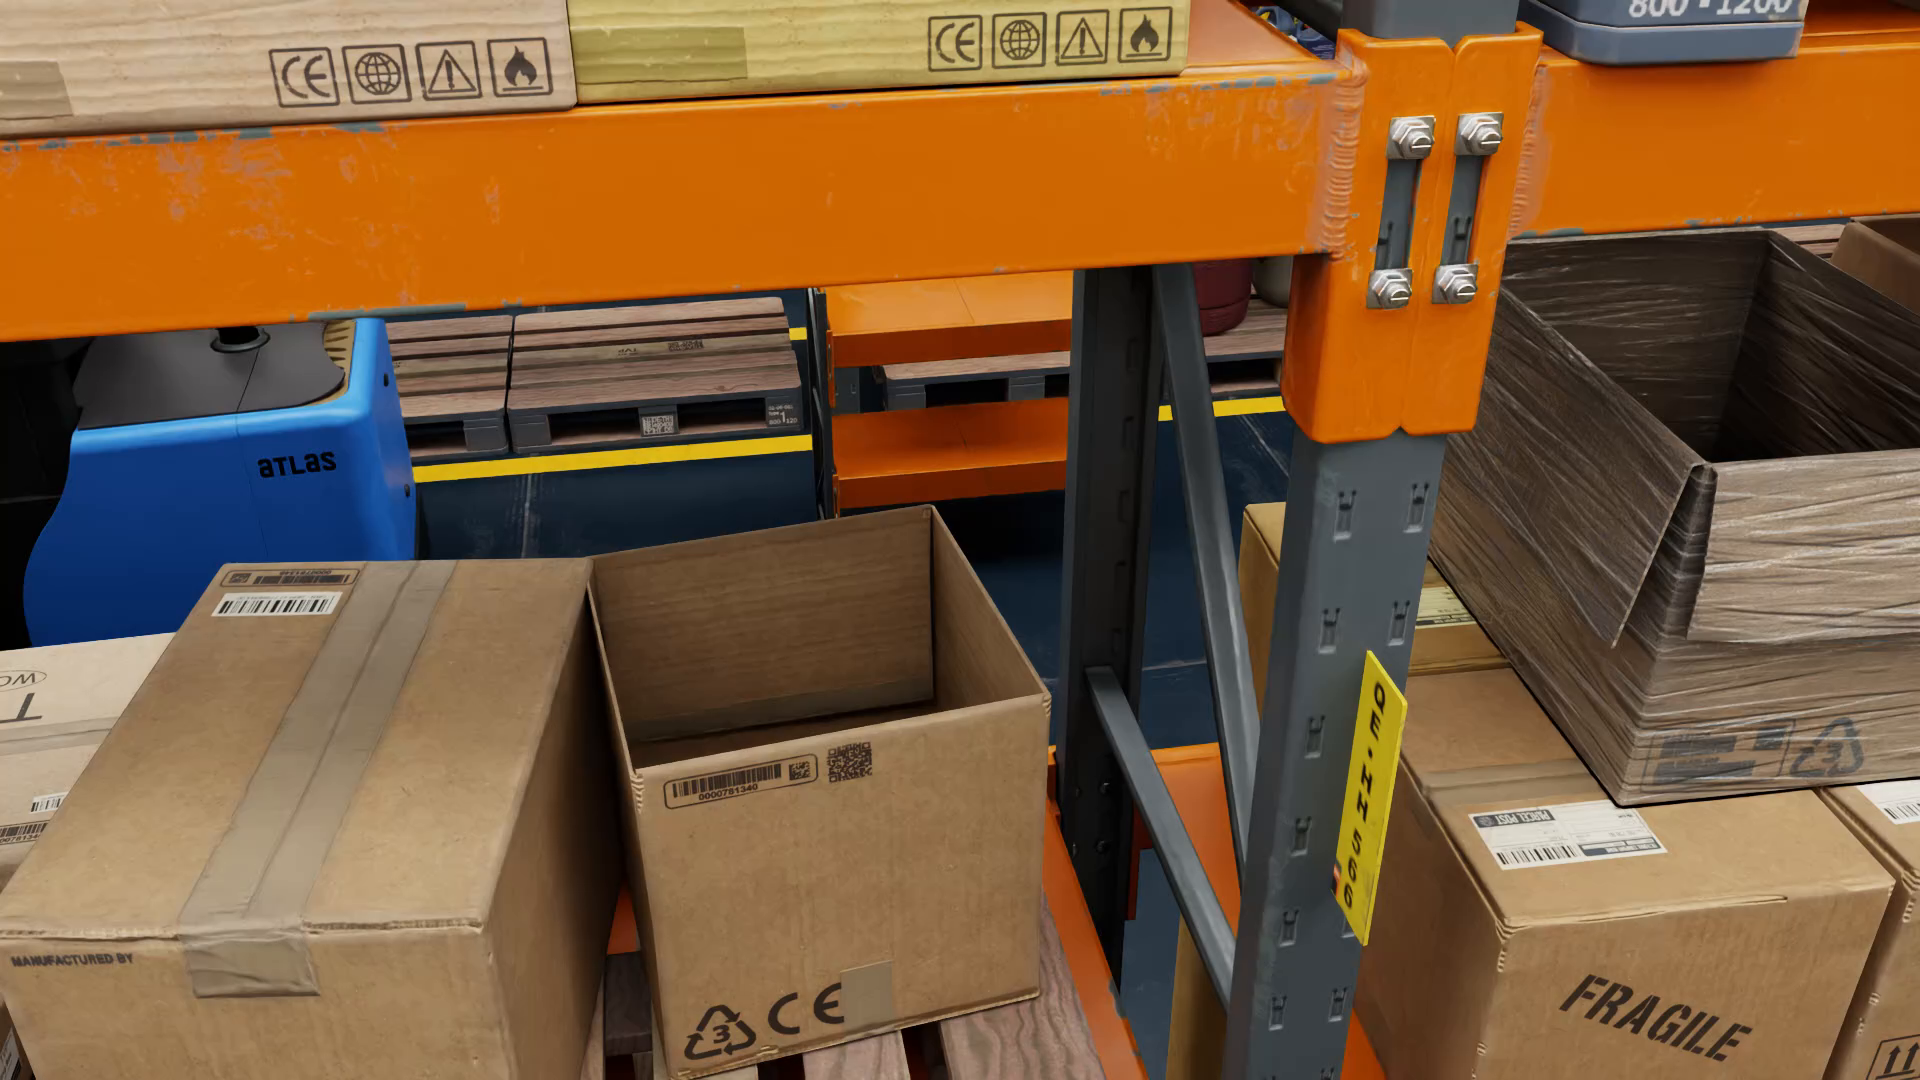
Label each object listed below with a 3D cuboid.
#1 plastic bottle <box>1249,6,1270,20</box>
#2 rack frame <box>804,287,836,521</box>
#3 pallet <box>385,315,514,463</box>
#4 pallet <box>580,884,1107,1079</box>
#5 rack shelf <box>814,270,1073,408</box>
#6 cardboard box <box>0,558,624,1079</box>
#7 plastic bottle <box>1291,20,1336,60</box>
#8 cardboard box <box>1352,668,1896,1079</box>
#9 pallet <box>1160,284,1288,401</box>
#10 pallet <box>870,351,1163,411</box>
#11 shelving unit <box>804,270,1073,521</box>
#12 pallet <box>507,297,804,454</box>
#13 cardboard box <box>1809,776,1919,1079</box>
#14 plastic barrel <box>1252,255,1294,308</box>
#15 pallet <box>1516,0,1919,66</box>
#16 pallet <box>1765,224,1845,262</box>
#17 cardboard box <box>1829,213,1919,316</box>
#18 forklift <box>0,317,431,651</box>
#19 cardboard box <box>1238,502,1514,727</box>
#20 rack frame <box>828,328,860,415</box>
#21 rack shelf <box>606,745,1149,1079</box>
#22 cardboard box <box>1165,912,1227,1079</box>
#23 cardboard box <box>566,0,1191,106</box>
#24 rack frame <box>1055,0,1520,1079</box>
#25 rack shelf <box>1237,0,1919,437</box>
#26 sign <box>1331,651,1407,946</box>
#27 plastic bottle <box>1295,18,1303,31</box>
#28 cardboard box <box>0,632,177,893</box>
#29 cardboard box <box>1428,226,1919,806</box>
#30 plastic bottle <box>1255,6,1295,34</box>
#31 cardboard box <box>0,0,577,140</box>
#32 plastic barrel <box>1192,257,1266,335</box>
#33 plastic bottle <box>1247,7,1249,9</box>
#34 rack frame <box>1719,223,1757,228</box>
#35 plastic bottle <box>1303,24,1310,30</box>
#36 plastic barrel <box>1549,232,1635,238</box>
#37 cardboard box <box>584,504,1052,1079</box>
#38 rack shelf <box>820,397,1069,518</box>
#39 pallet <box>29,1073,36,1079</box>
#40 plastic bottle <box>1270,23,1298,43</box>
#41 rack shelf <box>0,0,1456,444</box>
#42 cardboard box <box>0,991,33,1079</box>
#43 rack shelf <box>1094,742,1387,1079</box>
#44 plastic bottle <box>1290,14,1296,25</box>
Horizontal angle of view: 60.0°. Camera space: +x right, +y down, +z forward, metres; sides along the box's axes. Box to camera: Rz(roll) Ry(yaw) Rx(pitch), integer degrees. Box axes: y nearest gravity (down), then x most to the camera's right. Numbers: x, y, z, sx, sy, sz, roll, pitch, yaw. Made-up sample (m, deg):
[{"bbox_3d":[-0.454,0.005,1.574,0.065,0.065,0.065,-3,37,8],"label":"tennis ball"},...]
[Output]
[{"bbox_3d":[1.352,-2.354,7.343,0.185,0.351,0.144,-5,31,-9],"label":"plastic bottle"},{"bbox_3d":[-0.493,-0.439,5.887,0.032,1.125,0.500,-5,31,-9],"label":"rack frame"},{"bbox_3d":[-2.537,-0.635,7.122,1.213,0.211,1.003,-5,31,-9],"label":"pallet"},{"bbox_3d":[-0.360,0.672,2.337,1.003,0.211,1.213,-5,31,-9],"label":"pallet"},{"bbox_3d":[0.007,-0.738,5.818,1.000,0.278,0.538,-5,31,-9],"label":"rack shelf"},{"bbox_3d":[-0.733,0.417,2.069,0.500,0.500,0.700,-1,30,-2],"label":"cardboard box"},{"bbox_3d":[1.435,-1.995,6.732,0.185,0.351,0.144,-5,31,-9],"label":"plastic bottle"},{"bbox_3d":[0.849,0.519,2.309,0.500,0.500,0.500,-4,31,-7],"label":"cardboard box"},{"bbox_3d":[1.395,-0.999,7.740,1.213,0.211,1.003,-5,31,-9],"label":"pallet"},{"bbox_3d":[0.197,-0.889,7.554,1.213,0.211,1.003,-5,31,-9],"label":"pallet"},{"bbox_3d":[0.007,-0.486,5.966,1.048,1.125,0.538,-5,31,-9],"label":"shelving unit"},{"bbox_3d":[-1.340,-0.745,7.309,1.213,0.211,1.003,-5,31,-9],"label":"pallet"},{"bbox_3d":[1.356,0.471,2.391,0.500,0.500,0.500,-6,31,-10],"label":"cardboard box"},{"bbox_3d":[1.558,-1.359,7.643,0.421,0.512,0.421,0,30,0],"label":"plastic barrel"},{"bbox_3d":[0.945,-0.826,1.922,1.003,0.211,1.213,-4,31,-7],"label":"pallet"},{"bbox_3d":[4.080,-1.248,8.164,1.213,0.211,1.003,-5,31,-9],"label":"pallet"},{"bbox_3d":[1.685,-0.121,2.409,0.637,0.503,0.797,-5,31,-8],"label":"cardboard box"},{"bbox_3d":[-3.287,-0.773,4.673,3.031,2.935,1.130,-8,31,-13],"label":"forklift"},{"bbox_3d":[0.762,0.259,2.751,0.500,0.500,0.500,-4,31,-7],"label":"cardboard box"},{"bbox_3d":[-0.571,-1.998,6.689,0.127,3.000,1.000,-5,31,-9],"label":"rack frame"},{"bbox_3d":[-1.646,0.964,2.362,4.000,0.370,1.077,-5,31,-9],"label":"rack shelf"},{"bbox_3d":[1.004,1.153,3.011,0.875,0.875,1.225,-7,31,-11],"label":"cardboard box"},{"bbox_3d":[-0.102,-0.592,1.486,0.500,0.250,0.500,-5,31,-9],"label":"cardboard box"},{"bbox_3d":[0.322,0.473,2.487,0.053,2.616,0.949,-5,31,-9],"label":"rack frame"},{"bbox_3d":[2.289,-0.695,2.222,4.000,0.370,1.077,-5,31,-9],"label":"rack shelf"},{"bbox_3d":[0.429,0.276,1.758,0.005,0.325,0.100,-5,31,-9],"label":"sign"},{"bbox_3d":[1.486,-2.344,7.405,0.097,0.271,0.097,0,30,0],"label":"plastic bottle"},{"bbox_3d":[-1.368,0.393,2.356,0.500,0.250,0.500,-6,31,-10],"label":"cardboard box"},{"bbox_3d":[1.044,-0.063,2.310,0.637,0.503,0.797,-4,31,-7],"label":"cardboard box"},{"bbox_3d":[1.276,-2.058,6.840,0.185,0.351,0.144,-5,31,-9],"label":"plastic bottle"},{"bbox_3d":[-0.588,-0.540,1.397,0.500,0.250,0.500,-5,31,-9],"label":"cardboard box"},{"bbox_3d":[1.018,-1.296,7.460,0.708,0.588,0.600,-5,31,-9],"label":"plastic barrel"},{"bbox_3d":[1.199,-2.301,7.319,0.133,0.283,0.061,-5,31,-9],"label":"plastic bottle"},{"bbox_3d":[3.364,-2.364,7.310,0.127,3.000,1.000,-5,31,-9],"label":"rack frame"},{"bbox_3d":[1.582,-2.353,7.420,0.097,0.271,0.097,0,30,0],"label":"plastic bottle"},{"bbox_3d":[2.826,-1.599,7.666,0.708,0.901,0.600,-5,31,-9],"label":"plastic barrel"},{"bbox_3d":[-0.202,0.316,2.240,0.500,0.500,0.500,-9,32,-15],"label":"cardboard box"},{"bbox_3d":[0.007,-0.275,6.090,1.000,0.278,0.538,-5,31,-9],"label":"rack shelf"},{"bbox_3d":[-1.618,0.755,2.196,1.213,0.211,1.003,-5,31,-9],"label":"pallet"},{"bbox_3d":[1.278,-1.950,6.729,0.135,0.276,0.152,-5,31,-9],"label":"plastic bottle"},{"bbox_3d":[-1.646,-0.329,1.601,4.000,0.370,1.077,-5,31,-9],"label":"rack shelf"},{"bbox_3d":[-1.270,0.635,1.929,0.258,0.266,0.396,-6,31,-10],"label":"cardboard box"},{"bbox_3d":[2.289,0.598,2.983,4.000,0.370,1.077,-5,31,-9],"label":"rack shelf"},{"bbox_3d":[1.417,-2.264,7.267,0.097,0.271,0.097,0,30,0],"label":"plastic bottle"}]
